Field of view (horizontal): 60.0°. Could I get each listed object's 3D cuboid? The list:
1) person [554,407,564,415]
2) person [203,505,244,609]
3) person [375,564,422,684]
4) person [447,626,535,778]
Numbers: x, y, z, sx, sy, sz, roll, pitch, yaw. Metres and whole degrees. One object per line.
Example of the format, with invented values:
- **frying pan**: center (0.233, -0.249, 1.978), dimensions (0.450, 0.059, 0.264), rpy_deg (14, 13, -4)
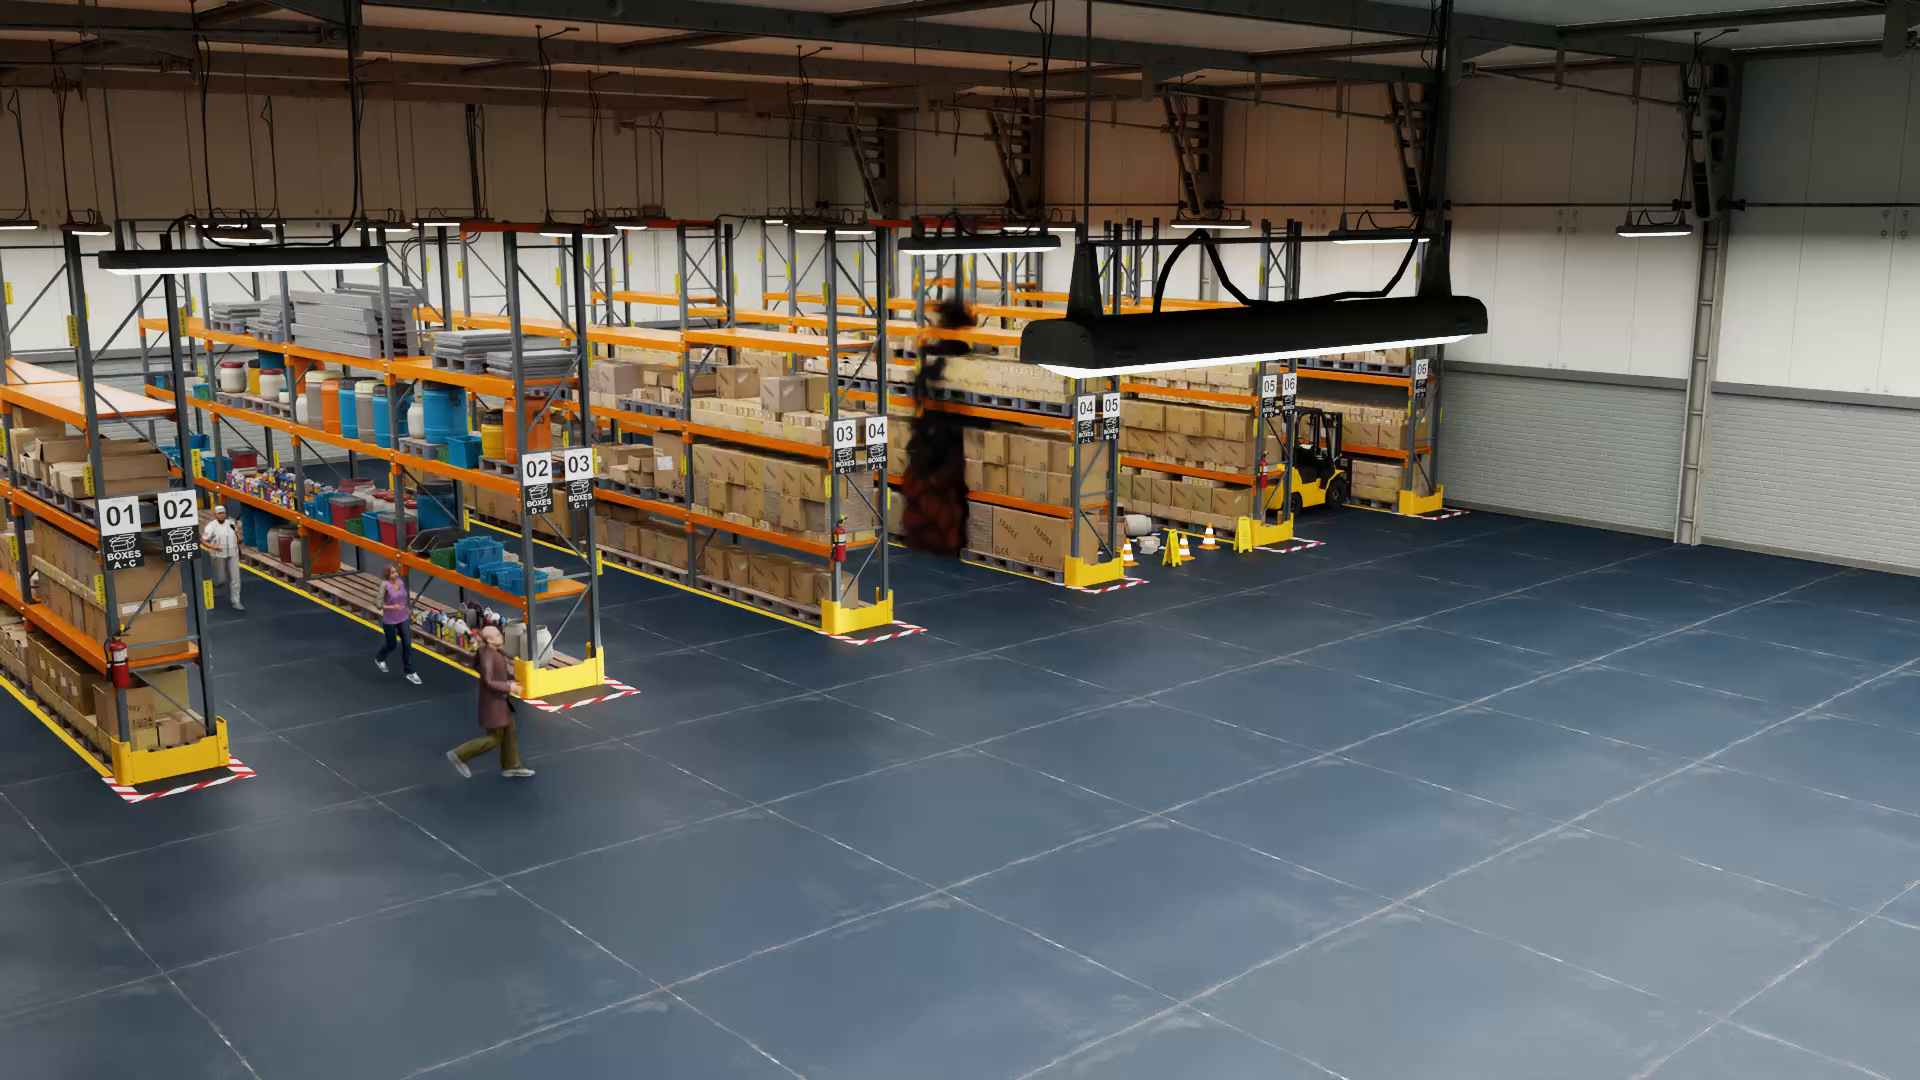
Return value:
- **person**: center (-9.309, -2.237, 38.470), dimensions (0.758, 1.756, 0.948), rpy_deg (-3, 12, -15)
- **person**: center (-11.669, 0.260, 26.439), dimensions (0.621, 1.633, 0.878), rpy_deg (-10, 15, -41)
- **person**: center (-7.569, 1.100, 22.279), dimensions (0.853, 1.596, 0.537), rpy_deg (9, 14, 37)
- **person**: center (-5.210, 1.816, 18.478), dimensions (0.869, 1.778, 0.718), rpy_deg (-3, 12, -16)
